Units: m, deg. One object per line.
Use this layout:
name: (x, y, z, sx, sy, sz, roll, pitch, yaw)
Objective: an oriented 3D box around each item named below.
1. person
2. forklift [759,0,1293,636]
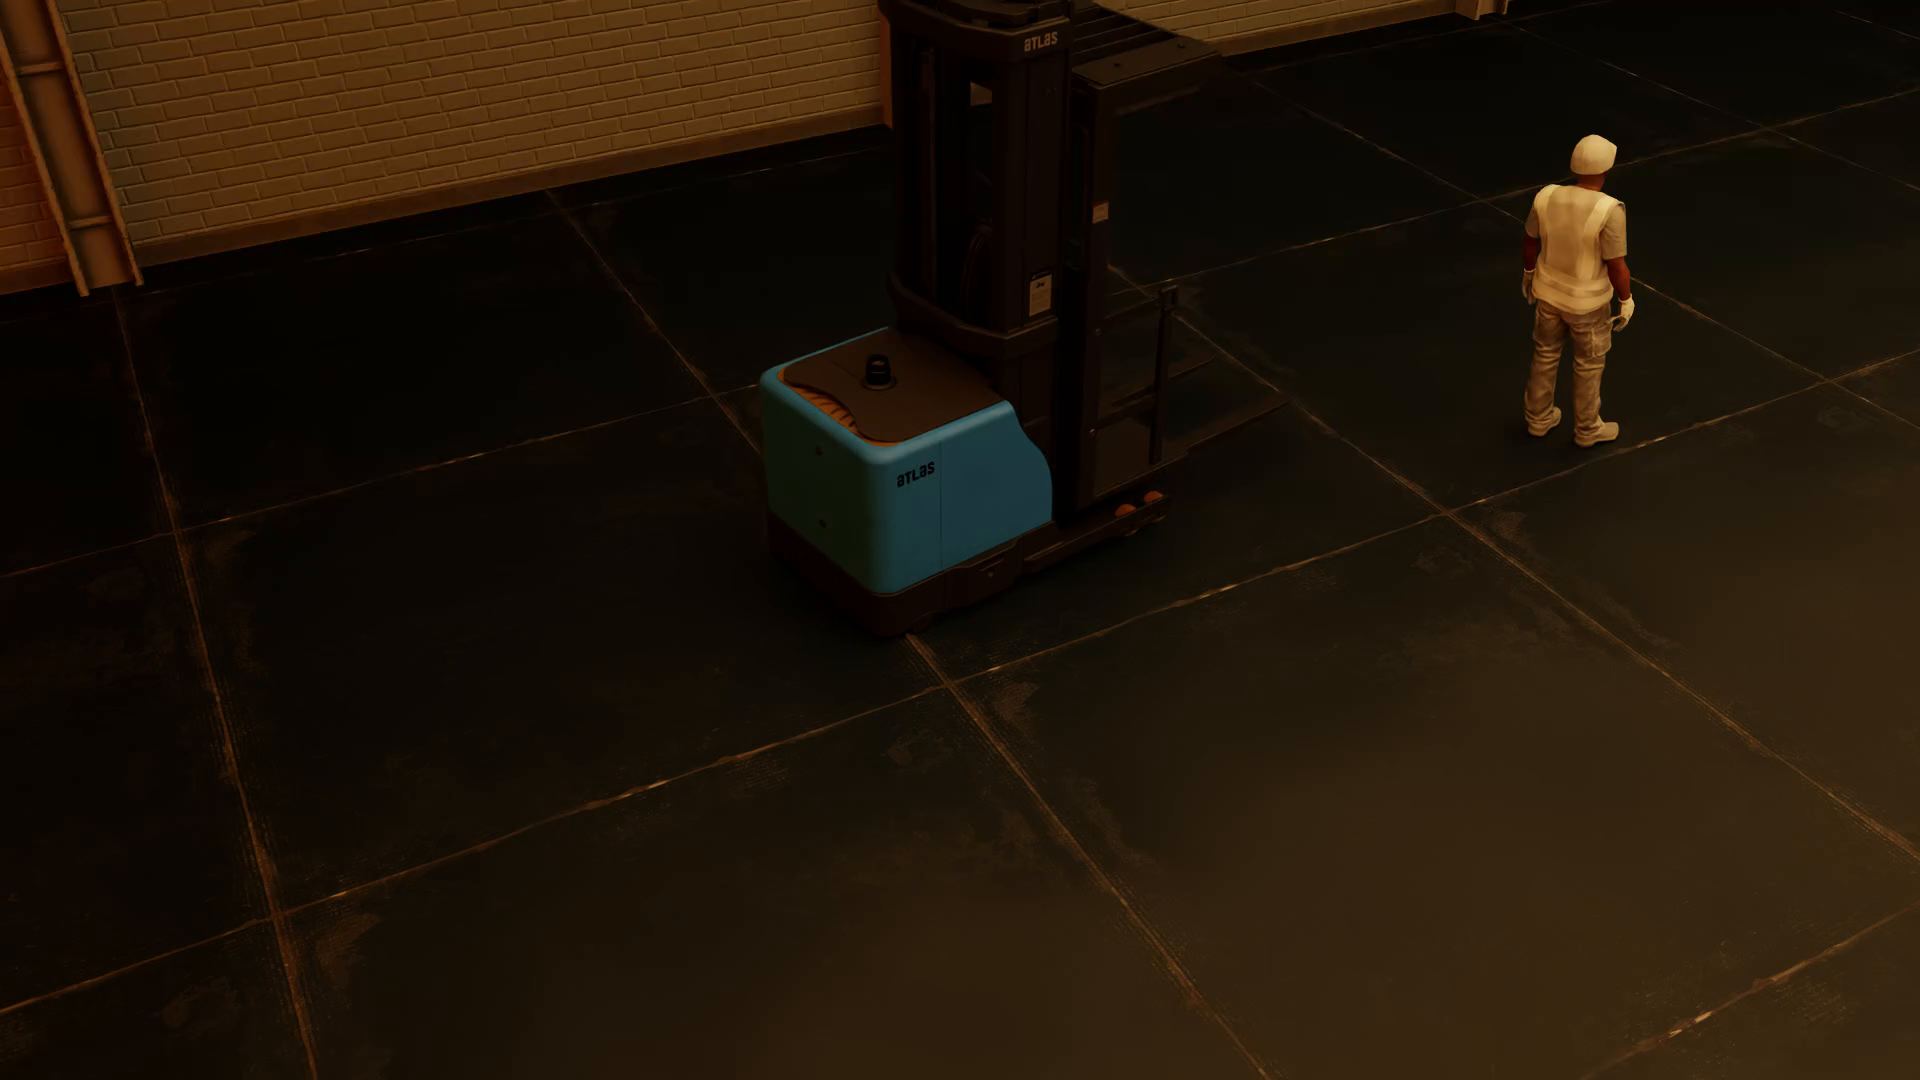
person: (3.373, -1.360, 9.030, 0.572, 1.784, 0.655, -25, 42, -31)
forklift: (0.493, -1.434, 8.152, 3.031, 2.935, 1.130, -25, 42, -30)
